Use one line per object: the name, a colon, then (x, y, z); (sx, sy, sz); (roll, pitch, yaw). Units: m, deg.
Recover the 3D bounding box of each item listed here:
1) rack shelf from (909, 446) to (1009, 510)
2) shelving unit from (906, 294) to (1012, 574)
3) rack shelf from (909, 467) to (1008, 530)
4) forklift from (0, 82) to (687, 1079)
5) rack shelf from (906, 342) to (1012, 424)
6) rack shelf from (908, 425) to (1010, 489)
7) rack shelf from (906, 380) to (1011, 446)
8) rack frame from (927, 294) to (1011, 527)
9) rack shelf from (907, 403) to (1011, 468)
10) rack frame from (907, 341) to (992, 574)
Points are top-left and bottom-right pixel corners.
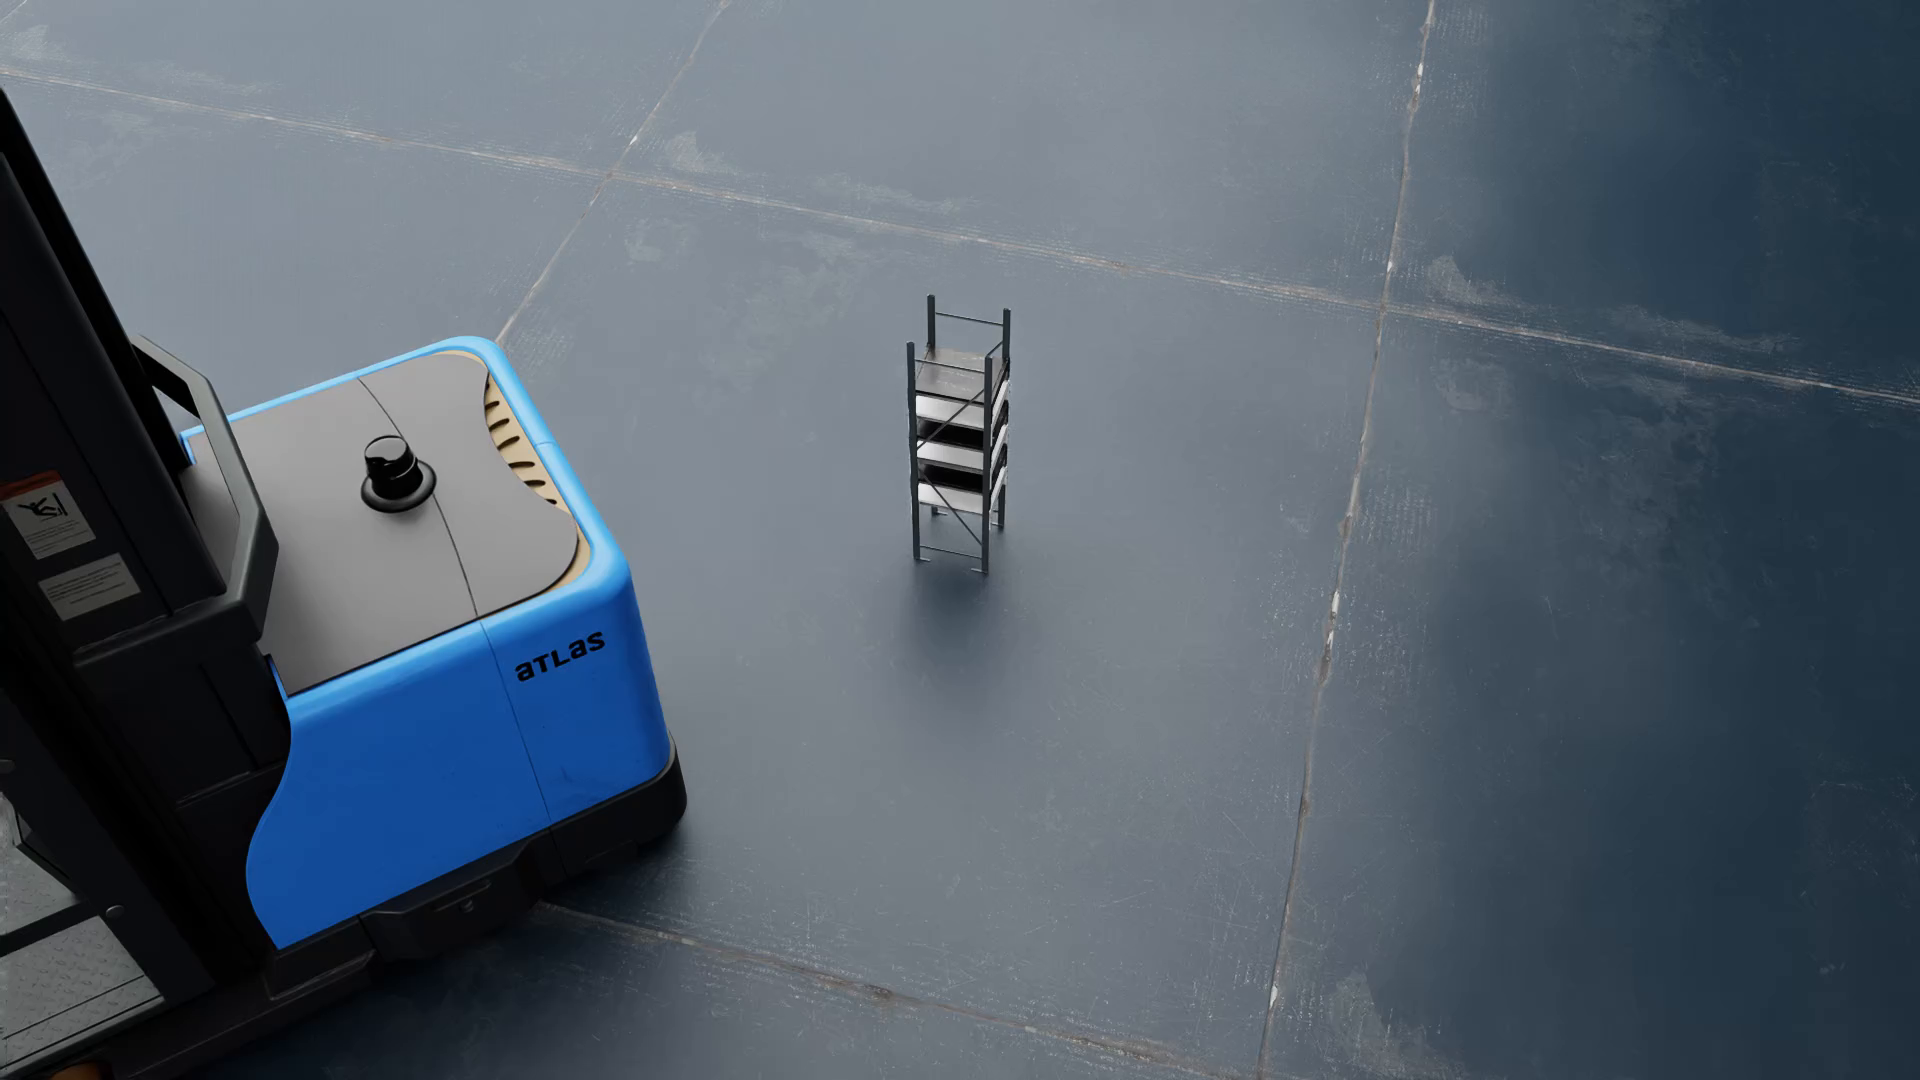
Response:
rack shelf: (-0.002, -0.210, 5.000); (0.258, 0.077, 0.200); (12, 50, 10)
shelving unit: (-0.002, -0.292, 4.907); (0.258, 0.900, 0.210); (12, 50, 10)
rack shelf: (-0.002, -0.151, 5.067); (0.258, 0.077, 0.200); (12, 50, 10)
forklift: (-2.276, 0.056, 3.246); (3.031, 2.935, 1.130); (-24, 53, -19)
rack shelf: (-0.002, -0.449, 4.730); (0.258, 0.077, 0.200); (12, 50, 10)
rack shelf: (-0.002, -0.270, 4.932); (0.258, 0.077, 0.200); (12, 50, 10)
rack shelf: (-0.002, -0.389, 4.797); (0.258, 0.077, 0.200); (12, 50, 10)
rack frame: (0.025, -0.365, 4.972); (0.240, 0.900, 0.006); (12, 50, 10)
rack shelf: (-0.002, -0.329, 4.865); (0.258, 0.077, 0.200); (12, 50, 10)
rack frame: (-0.029, -0.218, 4.843); (0.240, 0.900, 0.006); (12, 50, 10)
